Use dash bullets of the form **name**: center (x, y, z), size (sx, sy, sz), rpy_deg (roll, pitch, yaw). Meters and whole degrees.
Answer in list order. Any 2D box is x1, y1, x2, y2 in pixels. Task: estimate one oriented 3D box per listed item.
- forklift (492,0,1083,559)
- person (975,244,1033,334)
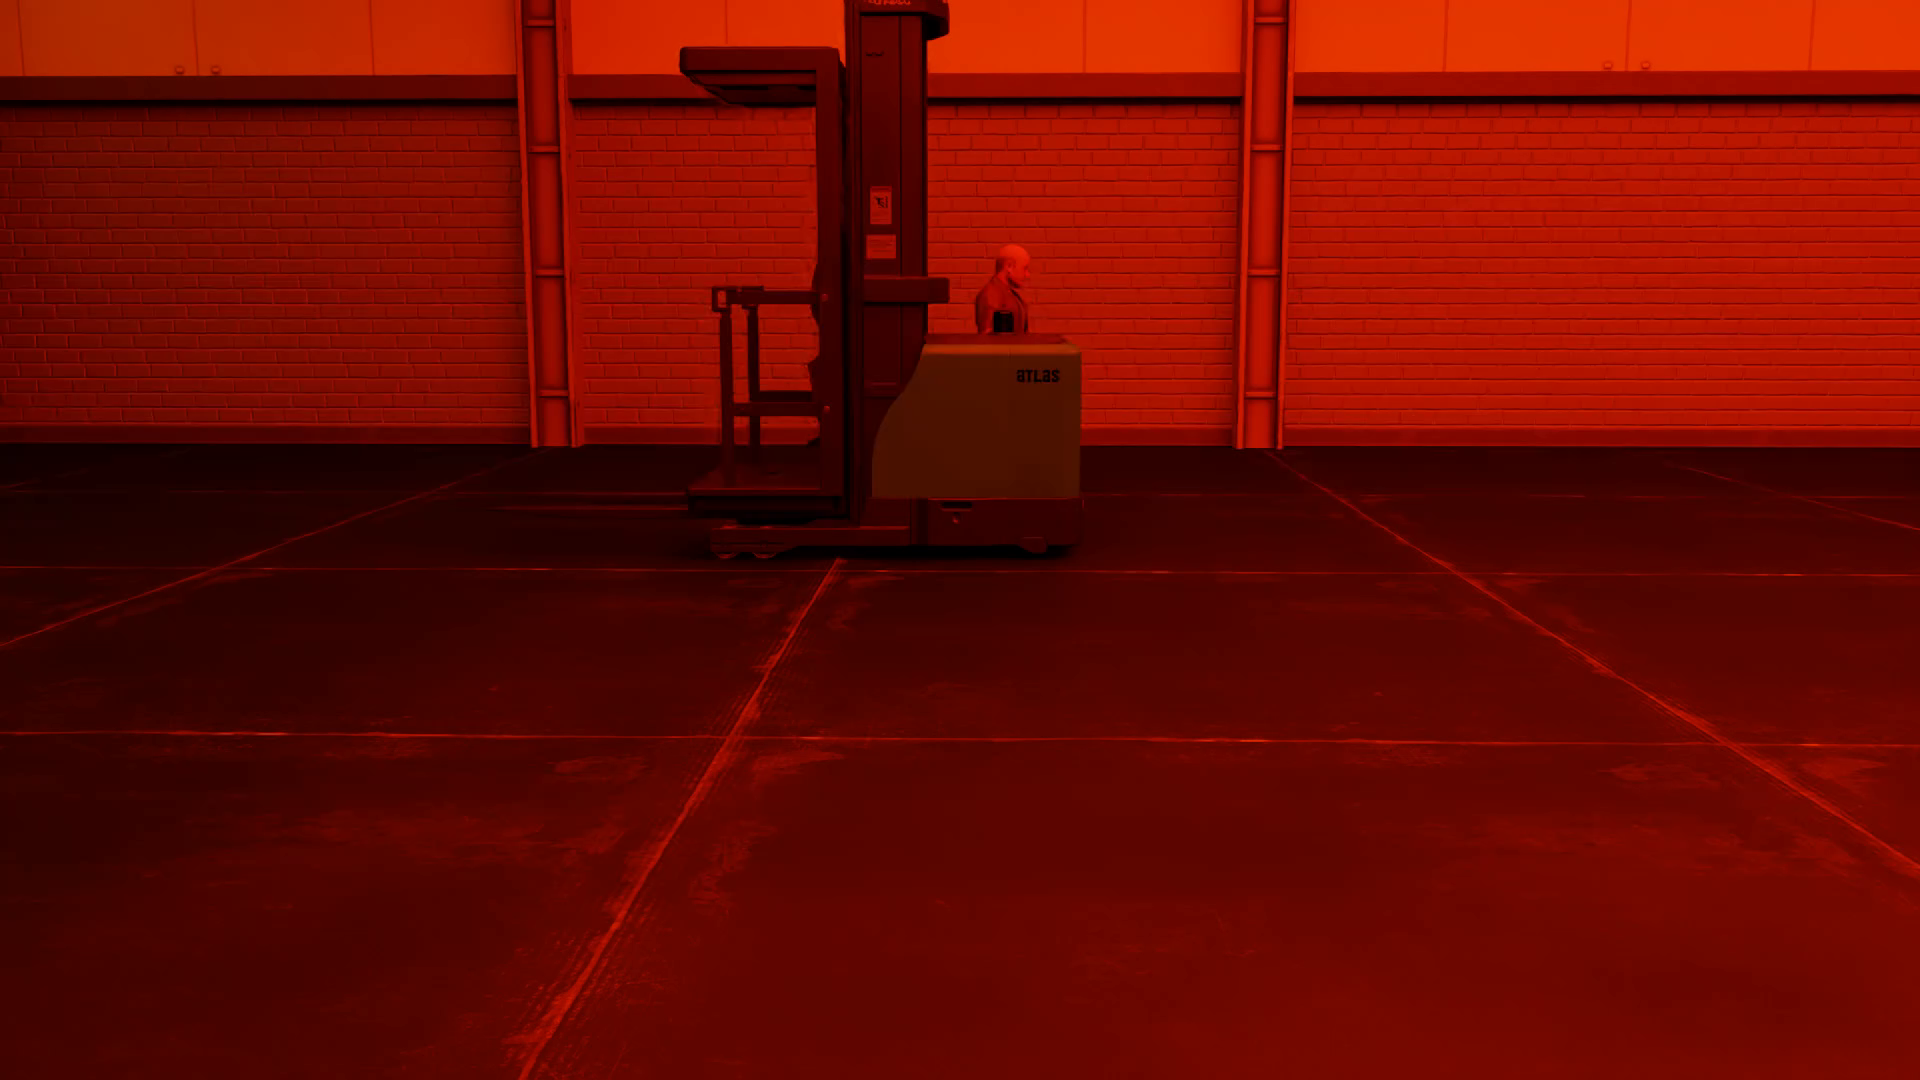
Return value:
- **forklift**: center (-0.889, -1.433, 8.675), size (3.031, 2.935, 1.130), rpy_deg (0, 9, 1)
- **person**: center (0.342, -0.998, 10.293), size (0.786, 1.640, 1.003), rpy_deg (2, 9, 14)
